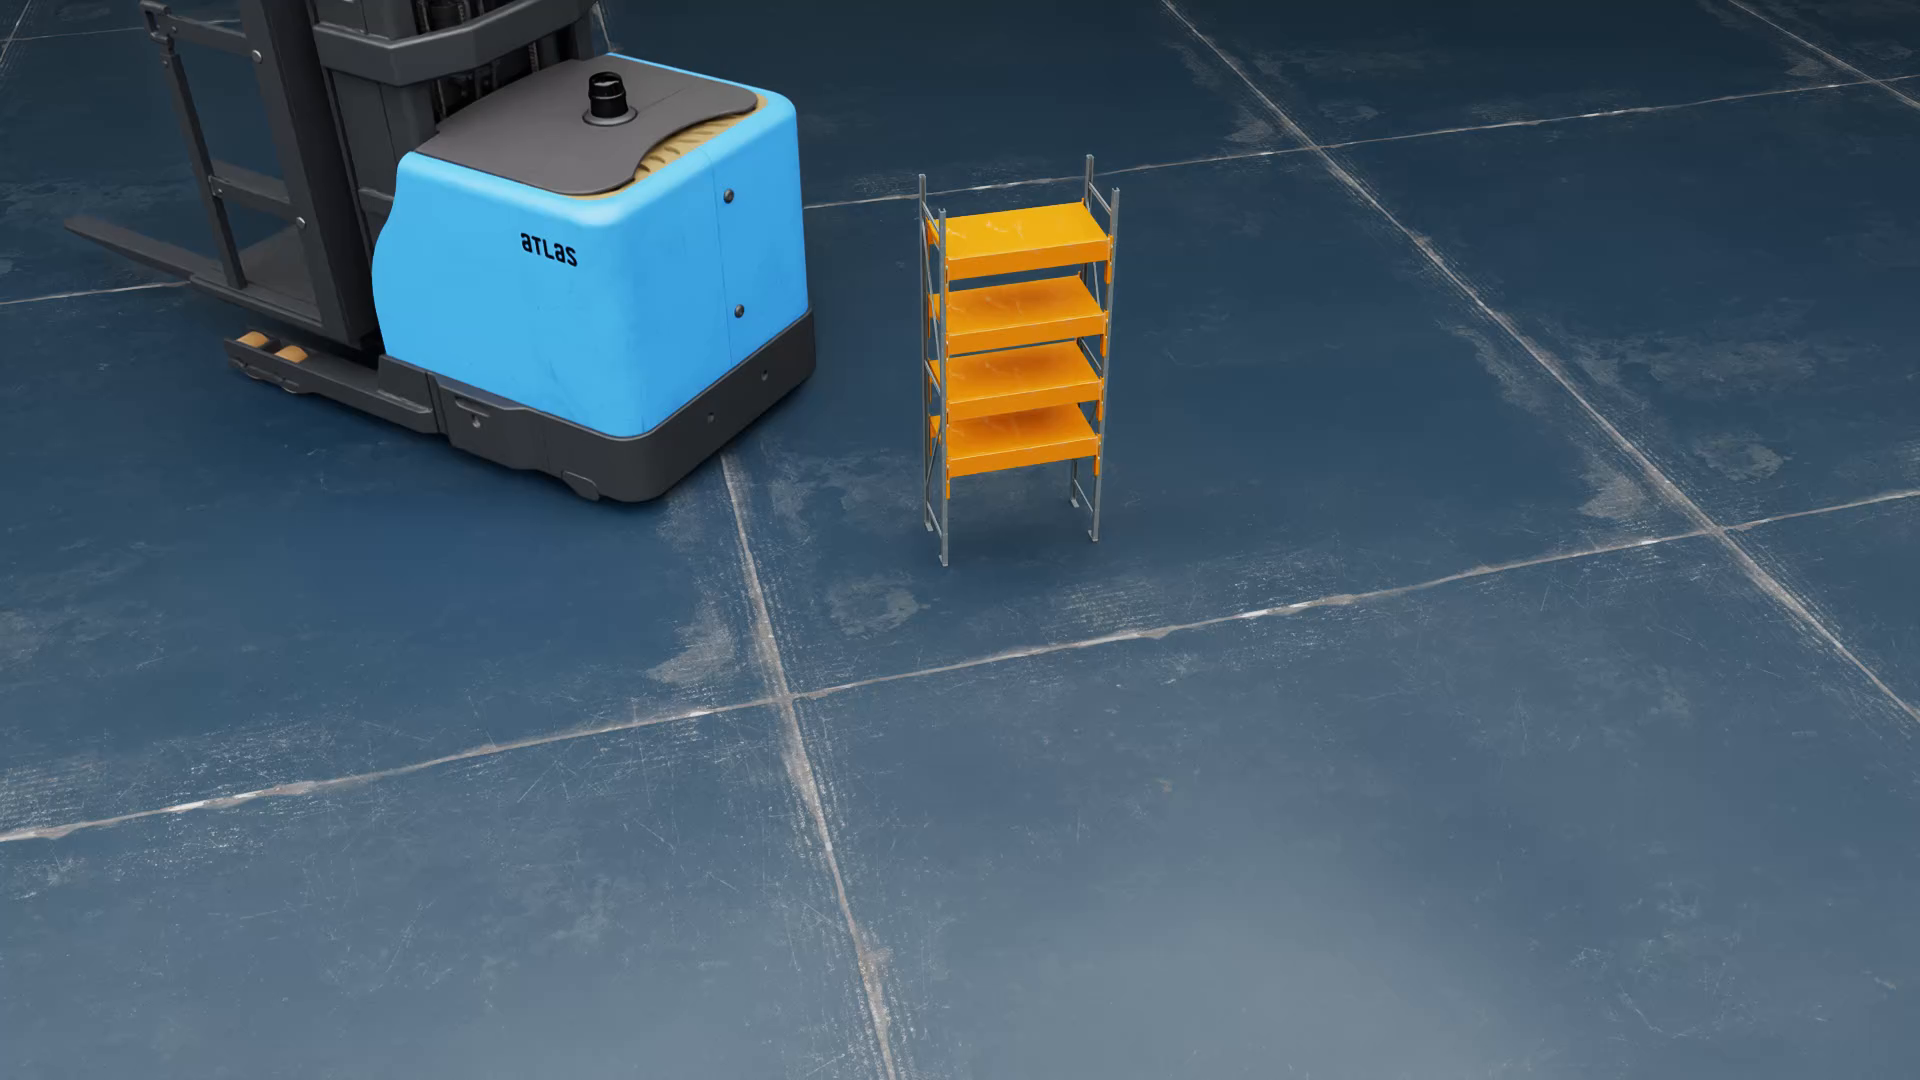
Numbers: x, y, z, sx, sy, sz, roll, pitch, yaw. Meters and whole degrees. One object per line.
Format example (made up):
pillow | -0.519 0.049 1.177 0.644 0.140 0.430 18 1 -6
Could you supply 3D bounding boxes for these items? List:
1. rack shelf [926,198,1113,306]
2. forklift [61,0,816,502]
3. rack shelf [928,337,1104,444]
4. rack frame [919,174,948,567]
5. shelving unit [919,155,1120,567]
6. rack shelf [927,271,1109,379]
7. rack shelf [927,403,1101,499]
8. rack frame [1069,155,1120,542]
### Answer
rack shelf | 0.160 -0.815 4.681 0.480 0.148 0.258 -9 38 -12
forklift | -2.046 -1.942 5.377 3.031 2.935 1.130 20 42 24
rack shelf | 0.160 -0.449 4.961 0.480 0.148 0.258 -9 38 -12
rack frame | -0.076 -0.464 4.869 0.015 1.200 0.240 -9 38 -12
shelving unit | 0.160 -0.503 4.920 0.503 1.200 0.258 -9 38 -12
rack shelf | 0.160 -0.627 4.825 0.480 0.148 0.258 -9 38 -12
rack shelf | 0.160 -0.292 5.081 0.480 0.148 0.258 -9 38 -12
rack frame | 0.395 -0.541 4.970 0.015 1.200 0.240 -9 38 -12
